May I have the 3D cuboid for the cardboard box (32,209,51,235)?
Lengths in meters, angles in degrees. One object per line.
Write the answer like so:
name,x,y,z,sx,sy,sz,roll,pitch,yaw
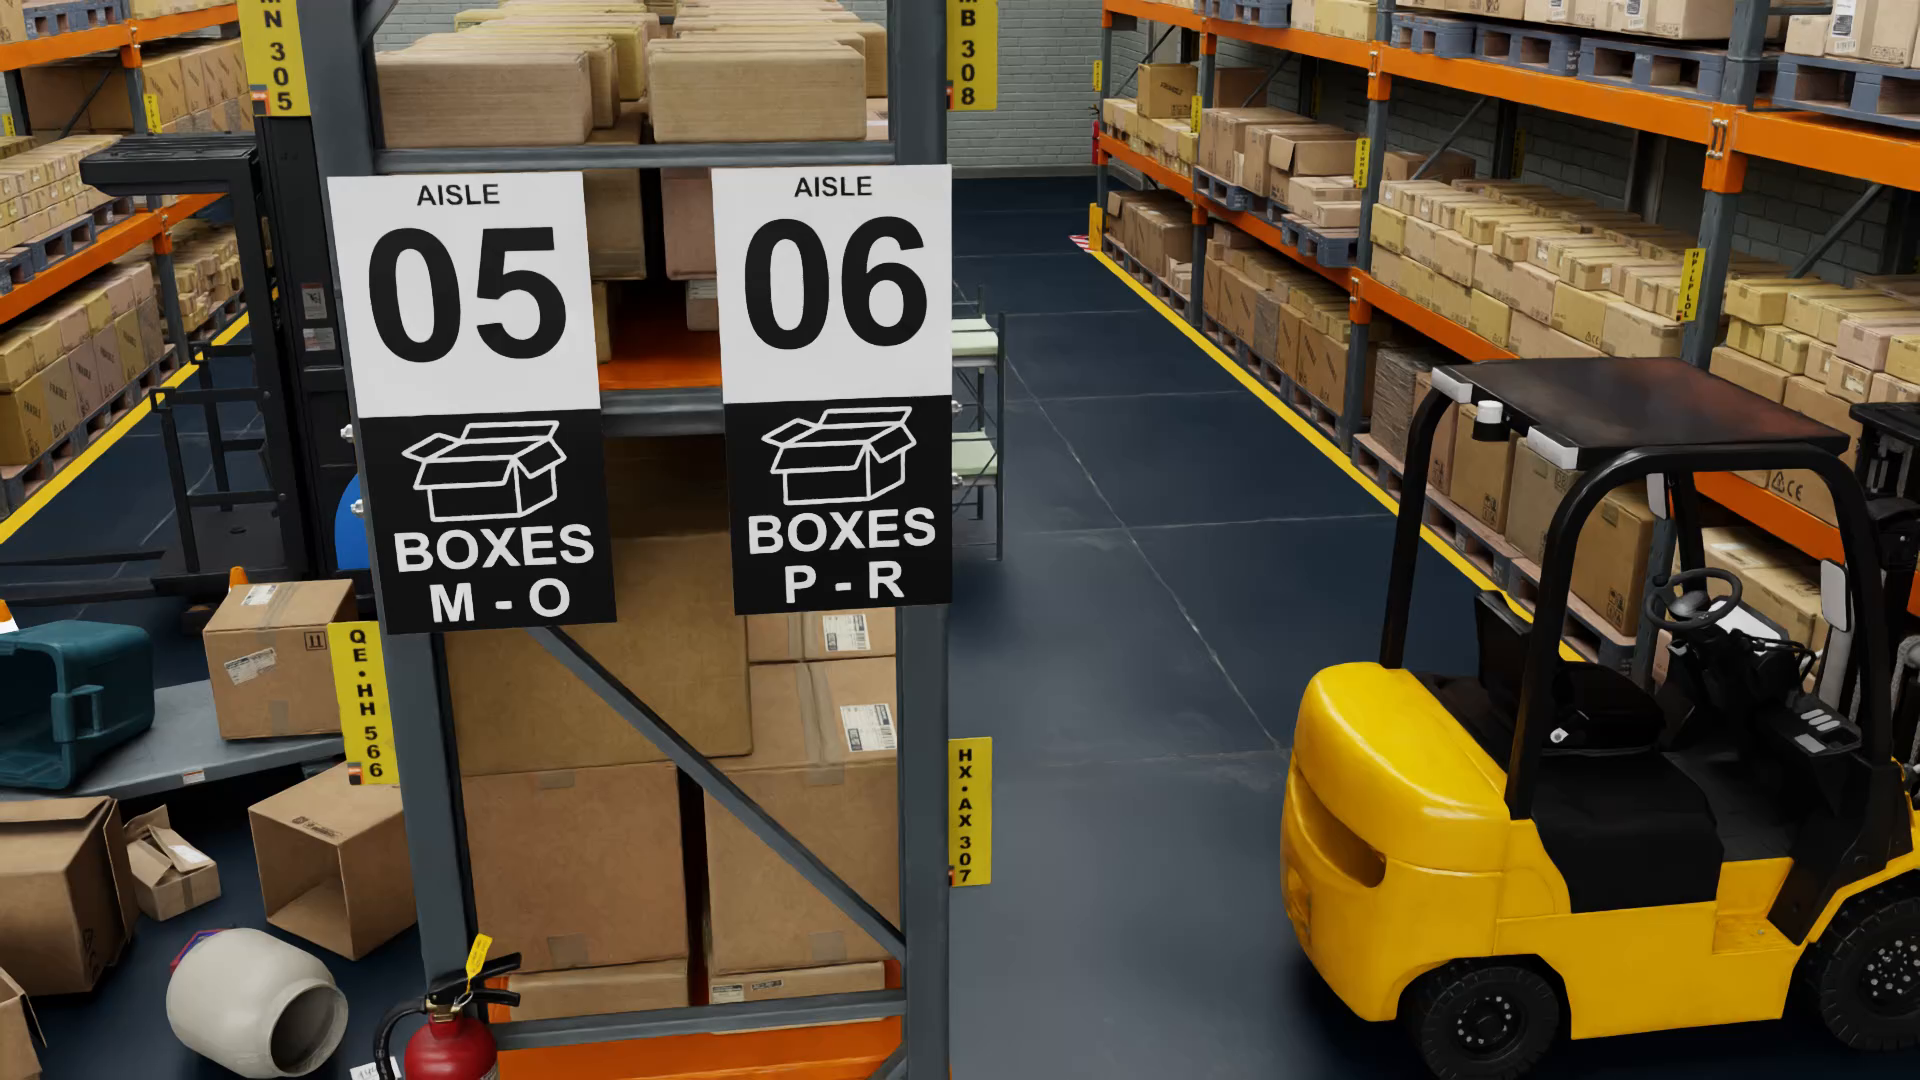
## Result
cardboard box,-6.620,-2.220,11.632,0.380,0.149,0.250,-3,21,-7

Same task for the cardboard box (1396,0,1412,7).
cardboard box,2.983,-3.456,10.487,0.380,0.166,0.250,-3,21,-8

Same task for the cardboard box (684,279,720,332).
cardboard box,-0.378,-0.537,3.438,0.380,0.149,0.250,-4,21,-9

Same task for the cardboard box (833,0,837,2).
cardboard box,-0.789,-2.171,7.068,0.500,0.250,0.500,-3,21,-9

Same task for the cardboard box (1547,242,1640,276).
cardboard box,3.358,-1.480,8.822,0.380,0.149,0.250,-3,21,-9

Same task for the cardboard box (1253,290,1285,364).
cardboard box,2.727,-1.748,13.582,0.500,0.500,0.500,-4,21,-10

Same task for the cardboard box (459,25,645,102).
cardboard box,-0.905,-1.064,3.710,0.380,0.149,0.250,-3,21,-7

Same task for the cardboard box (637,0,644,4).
cardboard box,-1.313,-1.864,5.851,0.380,0.149,0.250,-2,21,-6

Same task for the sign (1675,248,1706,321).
sign,3.274,-1.143,7.447,0.100,0.325,0.005,-3,21,-8

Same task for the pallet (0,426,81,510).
pallet,-6.673,-0.481,11.203,1.003,0.211,1.213,-3,21,-8

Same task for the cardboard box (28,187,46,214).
cardboard box,-6.620,-2.359,11.578,0.380,0.149,0.250,-3,21,-8

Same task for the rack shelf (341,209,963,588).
rack shelf,-0.813,-0.792,4.792,1.077,0.370,4.000,-3,21,-8

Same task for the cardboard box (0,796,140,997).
cardboard box,-3.426,1.270,5.902,0.797,0.637,0.503,-3,21,-8

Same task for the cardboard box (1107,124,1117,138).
cardboard box,1.856,-4.578,18.545,0.380,0.149,0.250,-3,21,-8

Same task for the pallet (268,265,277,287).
pallet,-7.622,-2.671,17.066,1.003,0.211,1.213,-3,21,-8

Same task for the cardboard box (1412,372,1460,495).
cardboard box,3.412,-0.695,10.584,0.875,0.625,0.625,-2,21,-6

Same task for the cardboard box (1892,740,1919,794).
cardboard box,3.782,0.896,6.146,0.500,0.250,0.500,-3,21,-8

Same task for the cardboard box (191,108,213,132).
cardboard box,-7.076,-3.619,15.052,0.500,0.500,0.500,-3,21,-9

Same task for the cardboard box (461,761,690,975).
cardboard box,-0.876,0.608,3.733,0.500,0.500,0.500,-3,21,-9

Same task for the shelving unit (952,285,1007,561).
shelving unit,0.001,-0.700,9.948,0.431,1.500,0.755,-3,21,-8

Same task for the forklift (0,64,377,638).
forklift,-3.881,-1.058,8.861,3.031,2.935,1.130,-5,21,-12

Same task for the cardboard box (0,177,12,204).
cardboard box,-6.547,-2.314,11.034,0.380,0.149,0.250,-4,21,-10

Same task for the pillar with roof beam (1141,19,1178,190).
pillar with roof beam,-1.677,-8.395,19.833,9.100,9.000,0.400,-3,21,-8

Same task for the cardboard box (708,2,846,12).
cardboard box,-0.522,-1.447,4.735,0.380,0.149,0.250,-3,21,-7

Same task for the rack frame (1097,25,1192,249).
rack frame,2.080,-4.823,18.842,1.000,3.000,0.127,-3,21,-8

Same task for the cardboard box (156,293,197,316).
cardboard box,-6.874,-2.044,14.451,0.380,0.149,0.250,-2,21,-5

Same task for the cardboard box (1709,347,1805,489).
cardboard box,3.616,-0.548,7.254,0.500,0.500,0.500,-3,21,-9

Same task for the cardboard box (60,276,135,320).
cardboard box,-6.720,-1.855,12.797,0.500,0.250,0.500,-2,21,-5

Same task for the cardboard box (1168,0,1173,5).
cardboard box,2.210,-5.193,15.904,0.380,0.149,0.250,-2,21,-6

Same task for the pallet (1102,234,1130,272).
pallet,2.207,-3.214,18.521,1.003,0.211,1.213,-3,21,-8

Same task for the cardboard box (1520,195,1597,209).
cardboard box,3.710,-2.042,10.327,0.380,0.149,0.250,-3,21,-9

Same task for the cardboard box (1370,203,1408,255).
cardboard box,3.031,-2.050,10.917,0.500,0.250,0.500,-3,21,-8

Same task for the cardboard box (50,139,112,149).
cardboard box,-6.848,-3.037,12.970,0.380,0.149,0.250,-4,21,-9

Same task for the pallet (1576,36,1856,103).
pallet,3.670,-2.289,8.043,0.805,0.209,1.217,-4,21,-10

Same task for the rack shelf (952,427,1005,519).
rack shelf,0.001,-0.395,10.062,0.431,0.370,0.720,-3,21,-8

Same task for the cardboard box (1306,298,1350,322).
cardboard box,2.847,-1.727,12.599,0.380,0.149,0.250,-4,21,-10

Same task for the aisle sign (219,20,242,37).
aisle sign,-7.429,-5.545,17.060,0.394,0.787,0.004,-3,21,-8

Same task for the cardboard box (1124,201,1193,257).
cardboard box,2.159,-3.334,17.829,0.700,0.500,0.500,-2,21,-6

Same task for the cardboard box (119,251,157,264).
cardboard box,-7.708,-2.600,15.514,0.380,0.149,0.250,-4,21,-10

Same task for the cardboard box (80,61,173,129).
cardboard box,-6.962,-3.725,13.905,0.500,0.500,0.500,-2,21,-6

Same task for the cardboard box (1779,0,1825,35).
cardboard box,3.882,-2.503,7.960,0.380,0.149,0.250,-3,21,-8

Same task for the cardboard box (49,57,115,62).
cardboard box,-7.553,-3.884,14.332,0.500,0.500,0.500,-4,21,-9

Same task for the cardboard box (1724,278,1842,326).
cardboard box,3.562,-1.033,7.200,0.380,0.149,0.250,-2,21,-7

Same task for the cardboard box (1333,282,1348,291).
cardboard box,3.227,-2.024,13.394,0.380,0.149,0.250,-3,21,-7

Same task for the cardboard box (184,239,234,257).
cardboard box,-7.249,-2.803,16.058,0.380,0.149,0.250,-4,21,-10

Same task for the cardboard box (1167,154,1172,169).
cardboard box,2.229,-3.688,16.163,0.380,0.149,0.250,-2,21,-6

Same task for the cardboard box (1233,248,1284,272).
cardboard box,2.610,-2.450,14.534,0.380,0.149,0.250,-4,21,-11

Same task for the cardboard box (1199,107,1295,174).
cardboard box,2.505,-3.503,14.565,0.700,0.500,0.500,-2,21,-6

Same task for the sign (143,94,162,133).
sign,-6.590,-3.473,13.574,0.100,0.325,0.005,-3,21,-8

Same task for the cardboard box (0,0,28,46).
cardboard box,-6.537,-3.526,10.939,0.500,0.500,0.500,-3,21,-8

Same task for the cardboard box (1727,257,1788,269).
cardboard box,3.950,-1.334,8.430,0.380,0.149,0.250,-3,21,-8

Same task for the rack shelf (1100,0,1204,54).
rack shelf,2.368,-5.199,16.589,1.077,0.370,4.000,-3,21,-8

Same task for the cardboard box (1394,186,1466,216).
cardboard box,3.028,-2.186,10.713,0.380,0.149,0.250,-2,21,-7

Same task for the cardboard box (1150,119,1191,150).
cardboard box,2.196,-4.017,16.474,0.500,0.250,0.500,-3,21,-8
